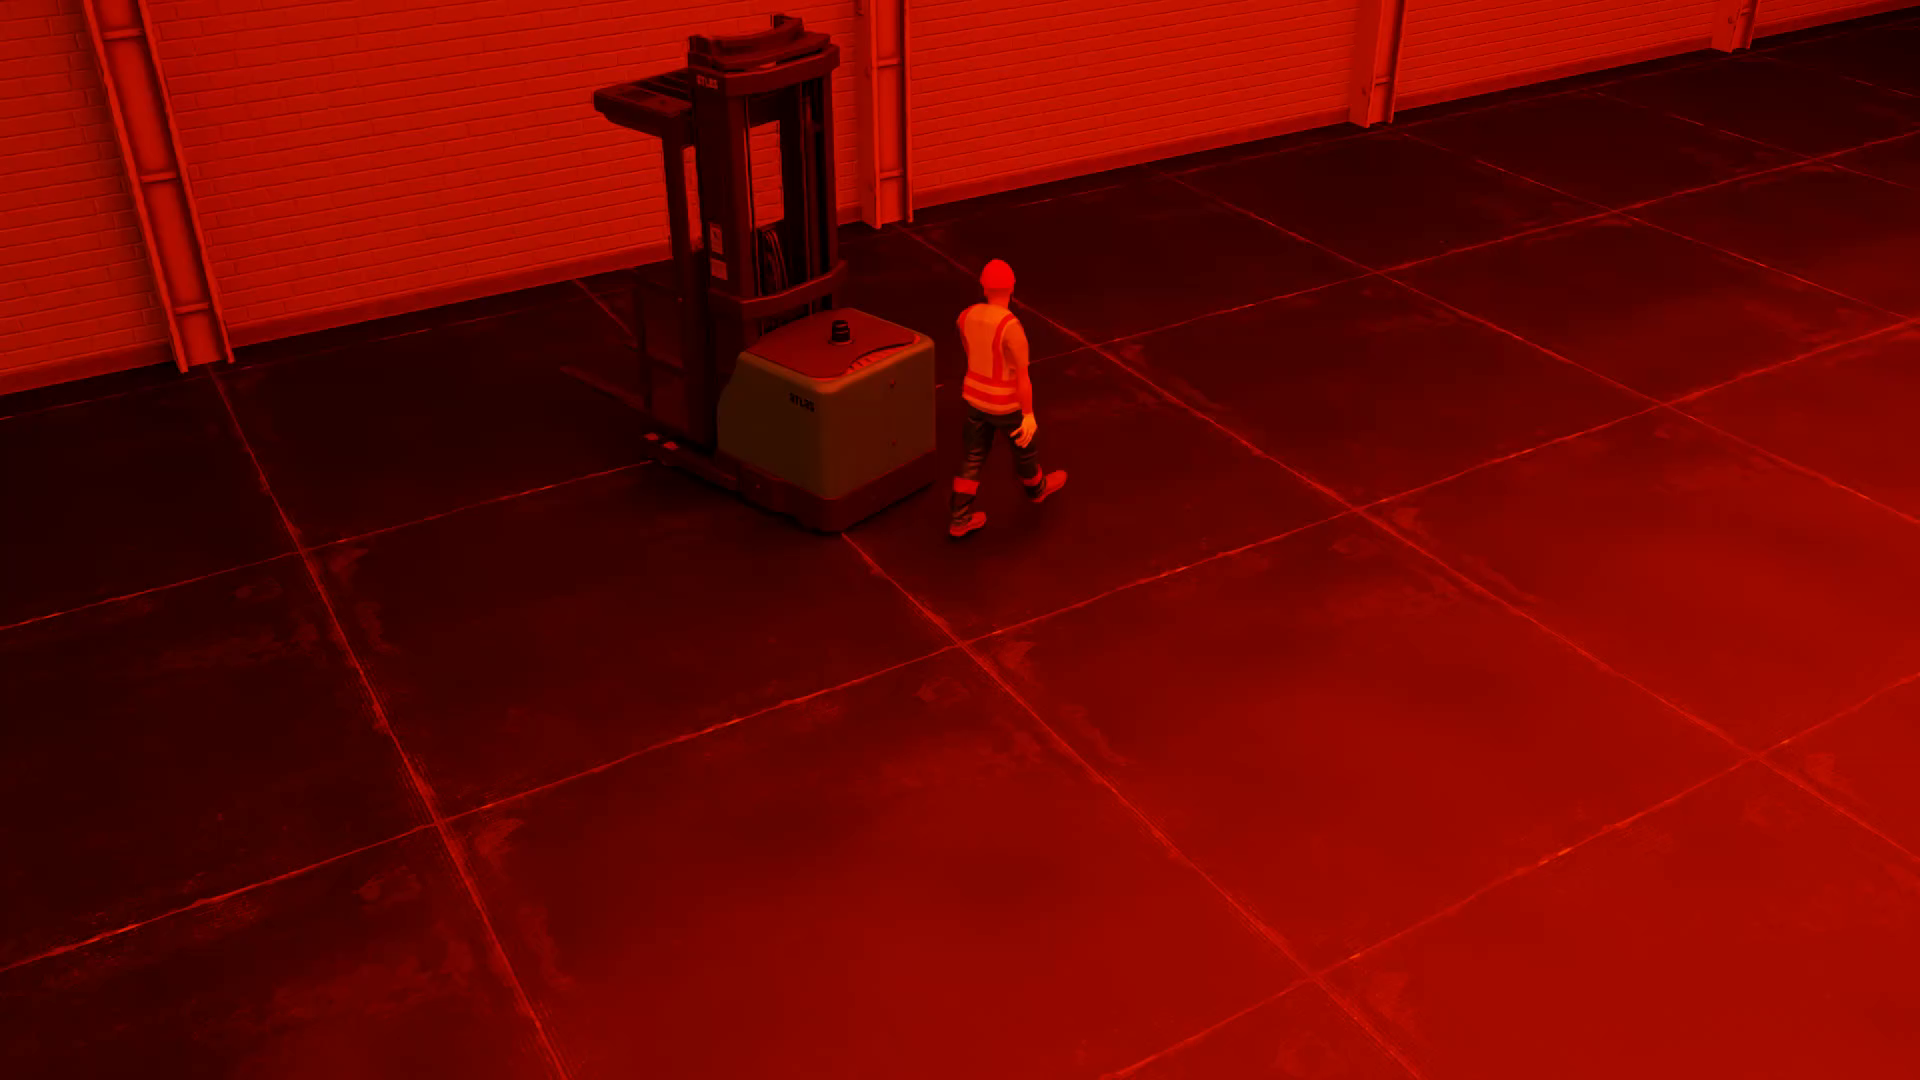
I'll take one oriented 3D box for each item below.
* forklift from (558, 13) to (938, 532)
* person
[{"bbox_3d":[-1.585,-1.938,10.884,3.031,2.935,1.130,24,39,35],"label":"forklift"},{"bbox_3d":[0.313,-0.908,10.249,0.743,1.737,0.898,25,39,35],"label":"person"}]
